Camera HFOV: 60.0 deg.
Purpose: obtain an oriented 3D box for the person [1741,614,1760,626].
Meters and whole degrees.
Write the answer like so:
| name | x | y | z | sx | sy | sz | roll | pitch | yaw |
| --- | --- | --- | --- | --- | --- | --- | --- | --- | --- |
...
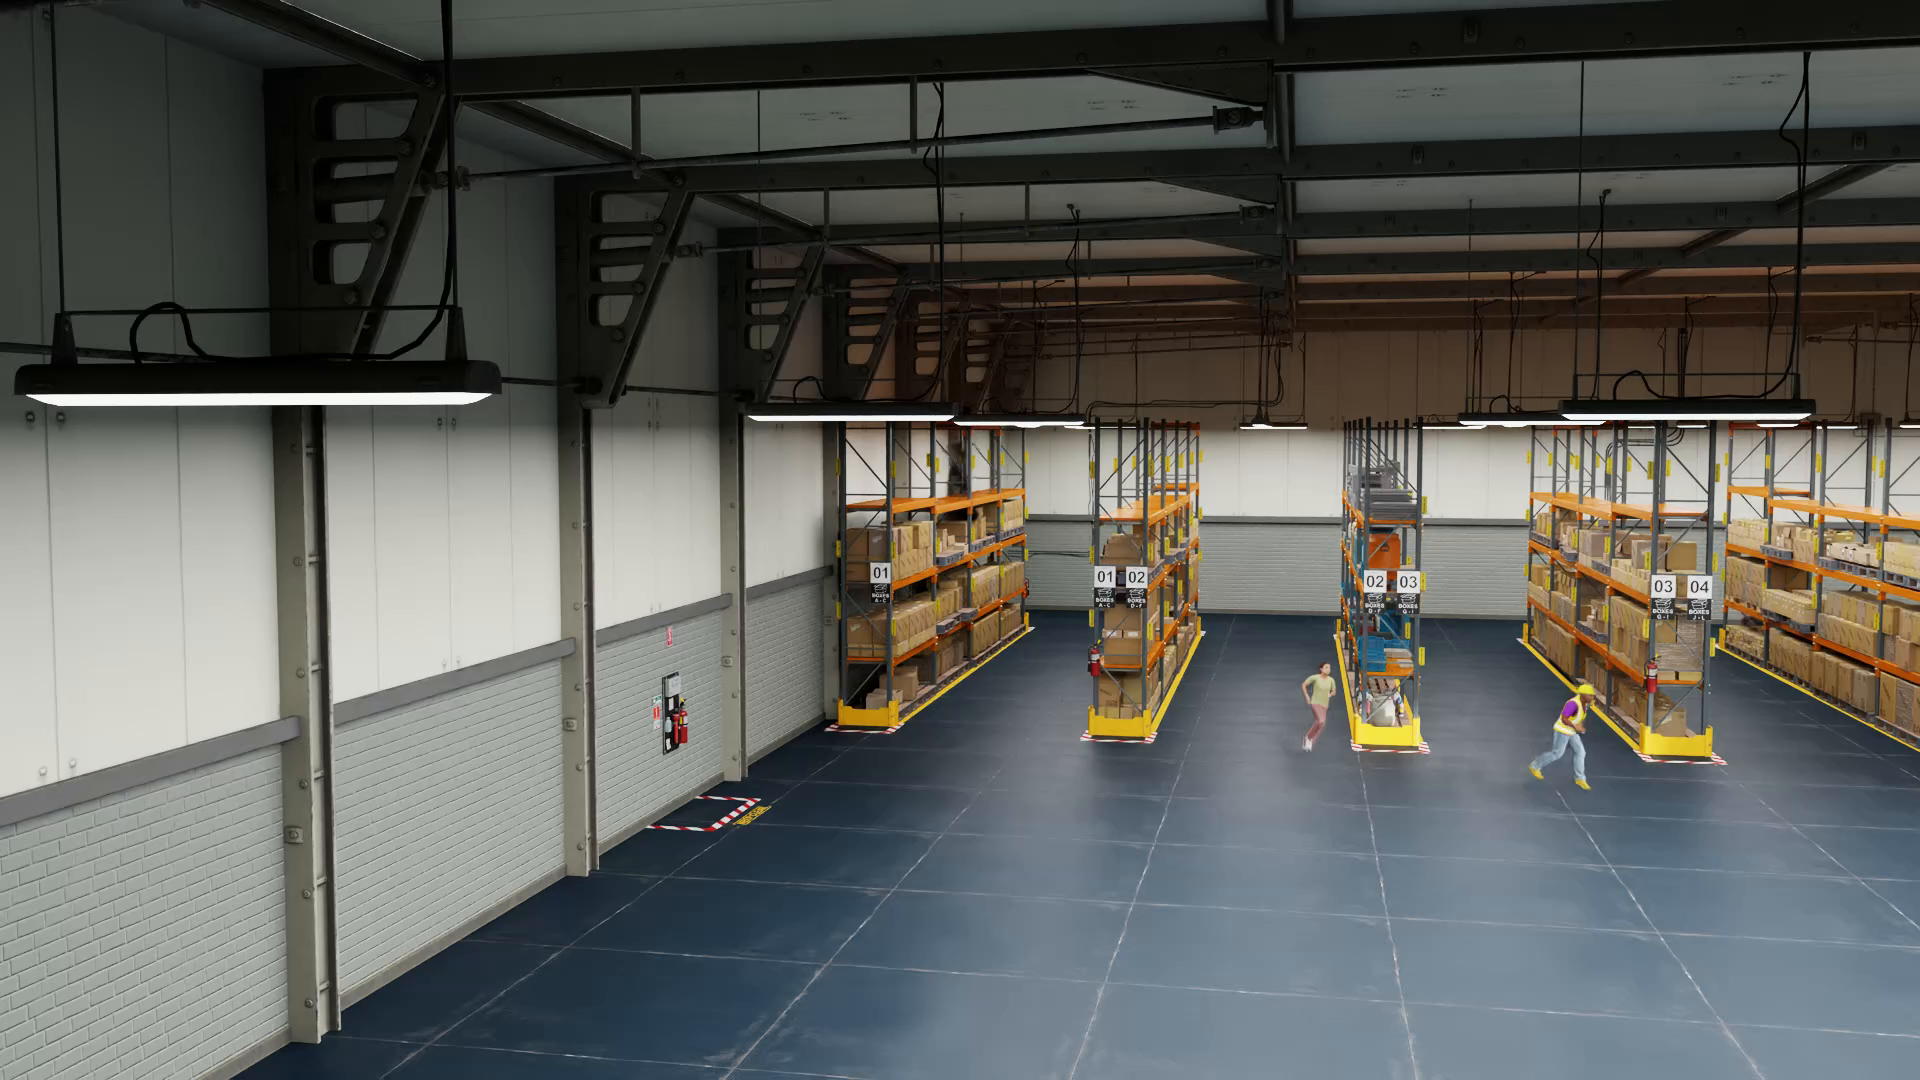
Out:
| name | x | y | z | sx | sy | sz | roll | pitch | yaw |
| --- | --- | --- | --- | --- | --- | --- | --- | --- | --- |
| person | 21.653 | 1.946 | 45.348 | 0.960 | 1.735 | 0.654 | 0 | 4 | -3 |

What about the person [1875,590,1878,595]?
| name | x | y | z | sx | sy | sz | roll | pitch | yaw |
| --- | --- | --- | --- | --- | --- | --- | --- | --- | --- |
| person | 25.237 | 1.941 | 45.640 | 0.873 | 1.599 | 0.529 | 0 | 4 | -3 |

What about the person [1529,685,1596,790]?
| name | x | y | z | sx | sy | sz | roll | pitch | yaw |
| --- | --- | --- | --- | --- | --- | --- | --- | --- | --- |
| person | 9.747 | 3.156 | 26.898 | 1.057 | 1.715 | 0.744 | 3 | 5 | 36 |

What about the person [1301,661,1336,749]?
| name | x | y | z | sx | sy | sz | roll | pitch | yaw |
| --- | --- | --- | --- | --- | --- | --- | --- | --- | --- |
| person | 6.470 | 2.977 | 29.844 | 0.621 | 1.580 | 0.639 | -1 | 4 | -19 |
